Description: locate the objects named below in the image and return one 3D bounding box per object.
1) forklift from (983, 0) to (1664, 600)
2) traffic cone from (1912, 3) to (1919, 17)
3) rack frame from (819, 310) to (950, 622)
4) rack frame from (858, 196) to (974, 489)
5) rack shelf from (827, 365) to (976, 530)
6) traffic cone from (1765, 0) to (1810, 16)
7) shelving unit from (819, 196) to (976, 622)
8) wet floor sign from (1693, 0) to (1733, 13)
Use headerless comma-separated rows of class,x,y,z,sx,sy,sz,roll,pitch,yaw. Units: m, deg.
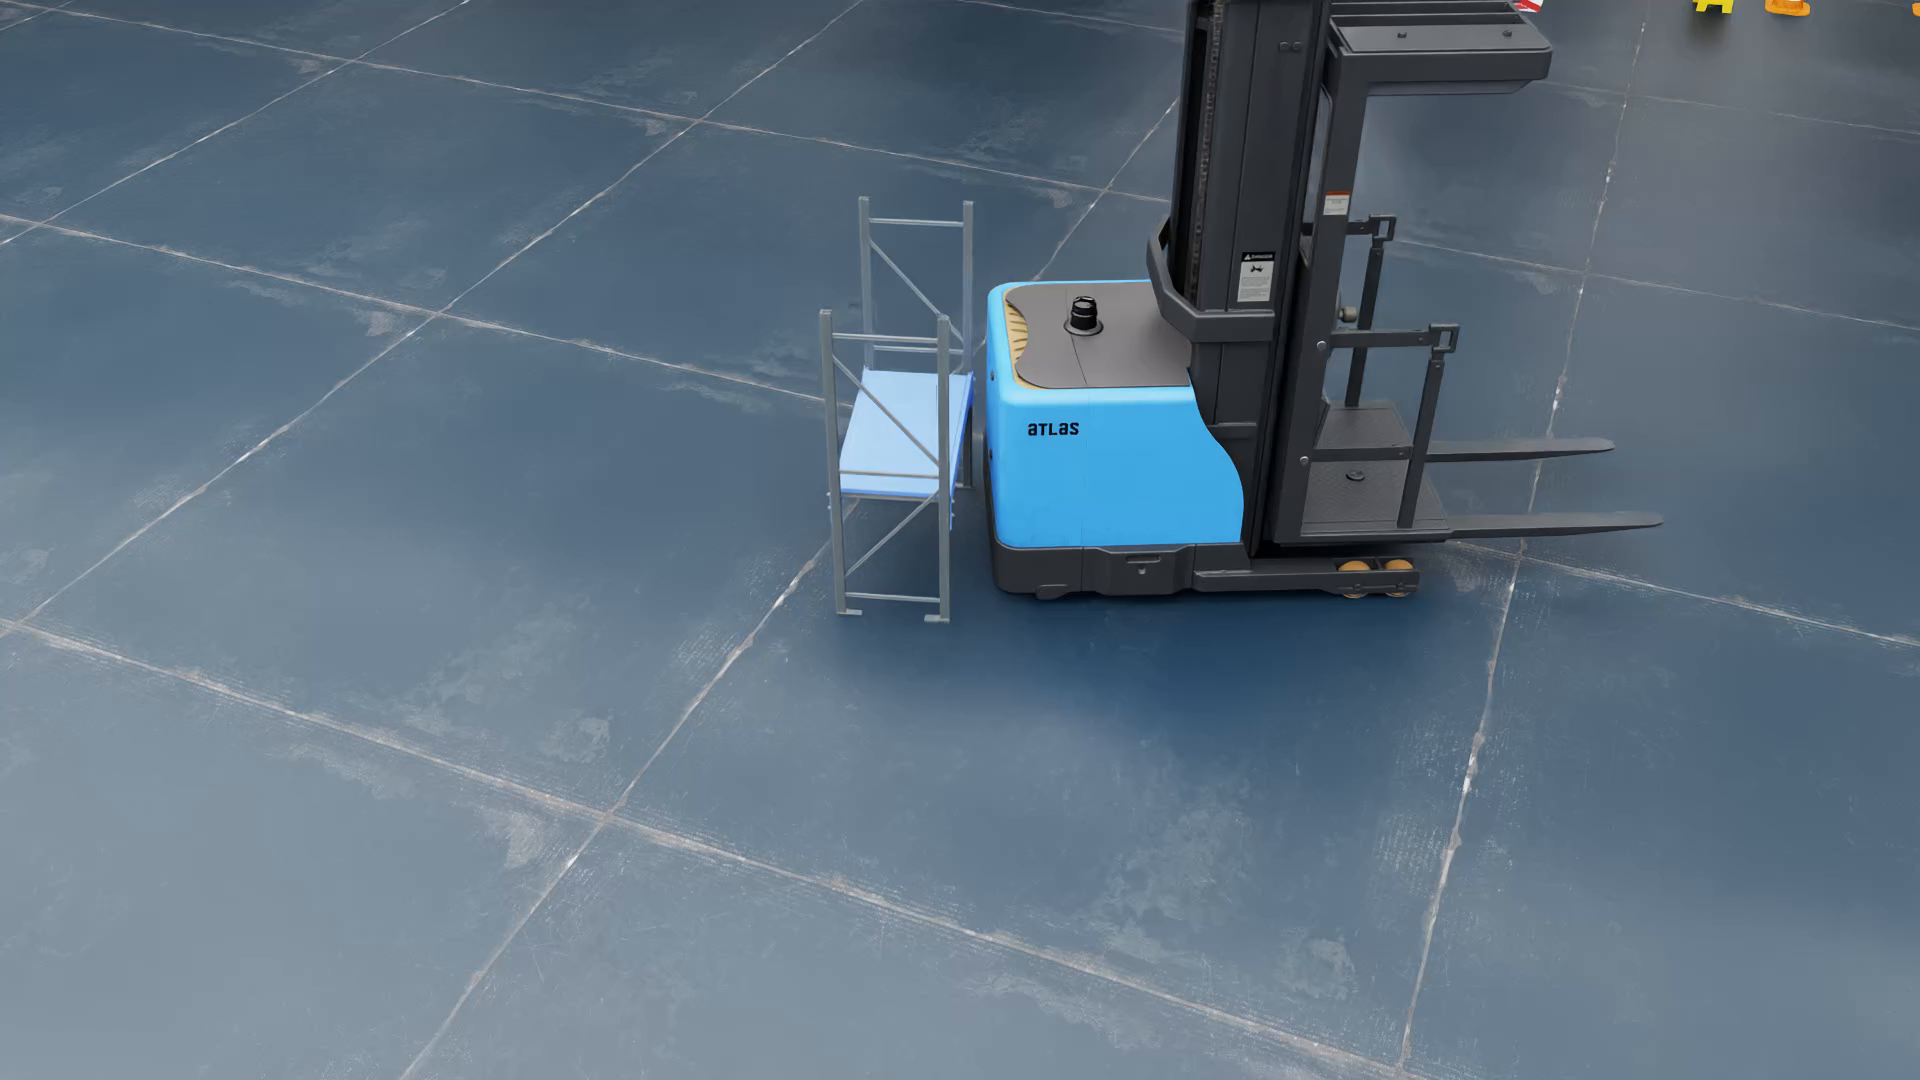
forklift,1.644,-1.232,6.951,3.031,2.935,1.130,-2,37,-2
traffic cone,7.893,-4.454,13.322,0.336,0.463,0.334,14,39,18
rack frame,-0.292,-0.267,6.855,0.500,1.500,0.032,3,37,5
rack frame,-0.191,-0.873,7.665,0.500,1.500,0.032,3,37,5
rack shelf,-0.242,-0.426,7.368,0.538,0.185,1.000,3,37,5
traffic cone,6.737,-4.518,13.408,0.336,0.463,0.334,14,39,18
shelving unit,-0.242,-0.570,7.260,0.538,1.500,1.048,3,37,5
wet floor sign,6.127,-4.599,13.364,0.267,0.644,0.232,7,37,10
